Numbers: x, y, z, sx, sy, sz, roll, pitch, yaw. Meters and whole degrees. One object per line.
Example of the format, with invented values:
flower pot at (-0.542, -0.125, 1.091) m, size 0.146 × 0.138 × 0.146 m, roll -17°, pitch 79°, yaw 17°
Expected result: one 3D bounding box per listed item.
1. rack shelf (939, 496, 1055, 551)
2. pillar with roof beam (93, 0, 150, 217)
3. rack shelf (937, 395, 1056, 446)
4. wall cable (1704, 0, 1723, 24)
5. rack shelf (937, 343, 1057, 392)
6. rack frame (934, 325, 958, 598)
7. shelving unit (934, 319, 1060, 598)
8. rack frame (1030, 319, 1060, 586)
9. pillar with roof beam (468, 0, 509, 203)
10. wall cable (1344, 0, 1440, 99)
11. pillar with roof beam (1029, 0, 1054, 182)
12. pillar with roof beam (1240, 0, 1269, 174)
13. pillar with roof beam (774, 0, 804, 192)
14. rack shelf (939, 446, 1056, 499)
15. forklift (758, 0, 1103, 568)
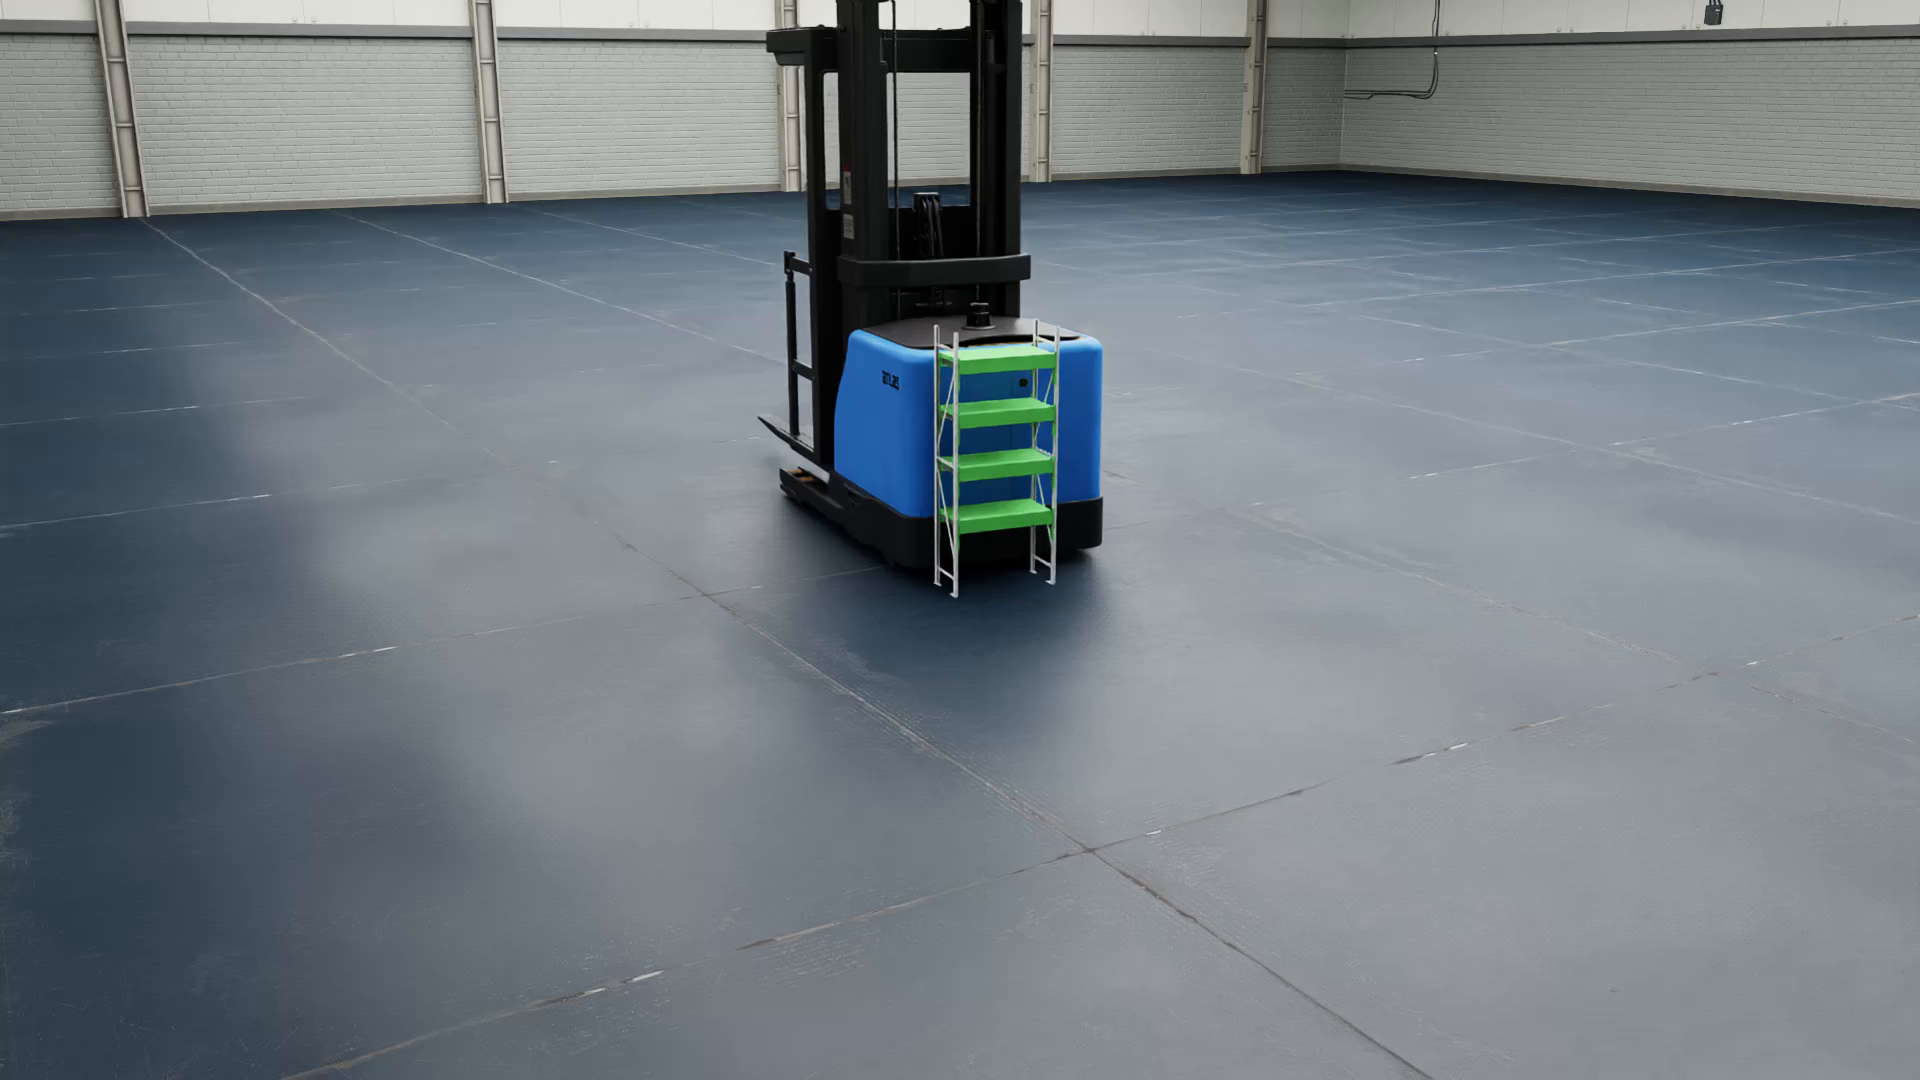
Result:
rack shelf at (0.162, -0.080, 7.616) m, size 0.480 × 0.148 × 0.258 m, roll -7°, pitch 17°, yaw -22°
pillar with roof beam at (-11.459, -8.710, 22.833) m, size 0.400 × 9.000 × 9.100 m, roll -9°, pitch 18°, yaw -30°
rack shelf at (0.163, -0.541, 7.484) m, size 0.480 × 0.148 × 0.258 m, roll -7°, pitch 17°, yaw -22°
wall cable at (14.978, -12.585, 30.354) m, size 0.169 × 6.003 × 2.305 m, roll -9°, pitch 18°, yaw -30°
rack shelf at (0.163, -0.772, 7.419) m, size 0.480 × 0.148 × 0.258 m, roll -7°, pitch 17°, yaw -22°
rack frame at (-0.062, -0.346, 7.440) m, size 0.015 × 1.200 × 0.240 m, roll -7°, pitch 17°, yaw -22°
shelving unit at (0.162, -0.372, 7.533) m, size 0.503 × 1.200 × 0.258 m, roll -7°, pitch 17°, yaw -22°
rack frame at (0.387, -0.398, 7.625) m, size 0.015 × 1.200 × 0.240 m, roll -7°, pitch 17°, yaw -22°
pillar with roof beam at (-6.316, -9.545, 25.808) m, size 0.400 × 9.000 × 9.100 m, roll -9°, pitch 18°, yaw -30°
wall cable at (10.103, -11.651, 39.076) m, size 0.112 × 2.526 × 3.097 m, roll -9°, pitch 18°, yaw -30°
pillar with roof beam at (3.970, -11.213, 31.759) m, size 0.400 × 9.000 × 9.100 m, roll -9°, pitch 18°, yaw -30°
pillar with roof beam at (9.113, -12.047, 34.734) m, size 0.400 × 9.000 × 9.100 m, roll -9°, pitch 18°, yaw -30°
pillar with roof beam at (-1.173, -10.379, 28.783) m, size 0.400 × 9.000 × 9.100 m, roll -9°, pitch 18°, yaw -30°
rack shelf at (0.162, -0.310, 7.550) m, size 0.480 × 0.148 × 0.258 m, roll -7°, pitch 17°, yaw -22°
forklift at (-0.353, -1.634, 8.829) m, size 1.130 × 2.935 × 3.031 m, roll -7°, pitch 17°, yaw -22°
